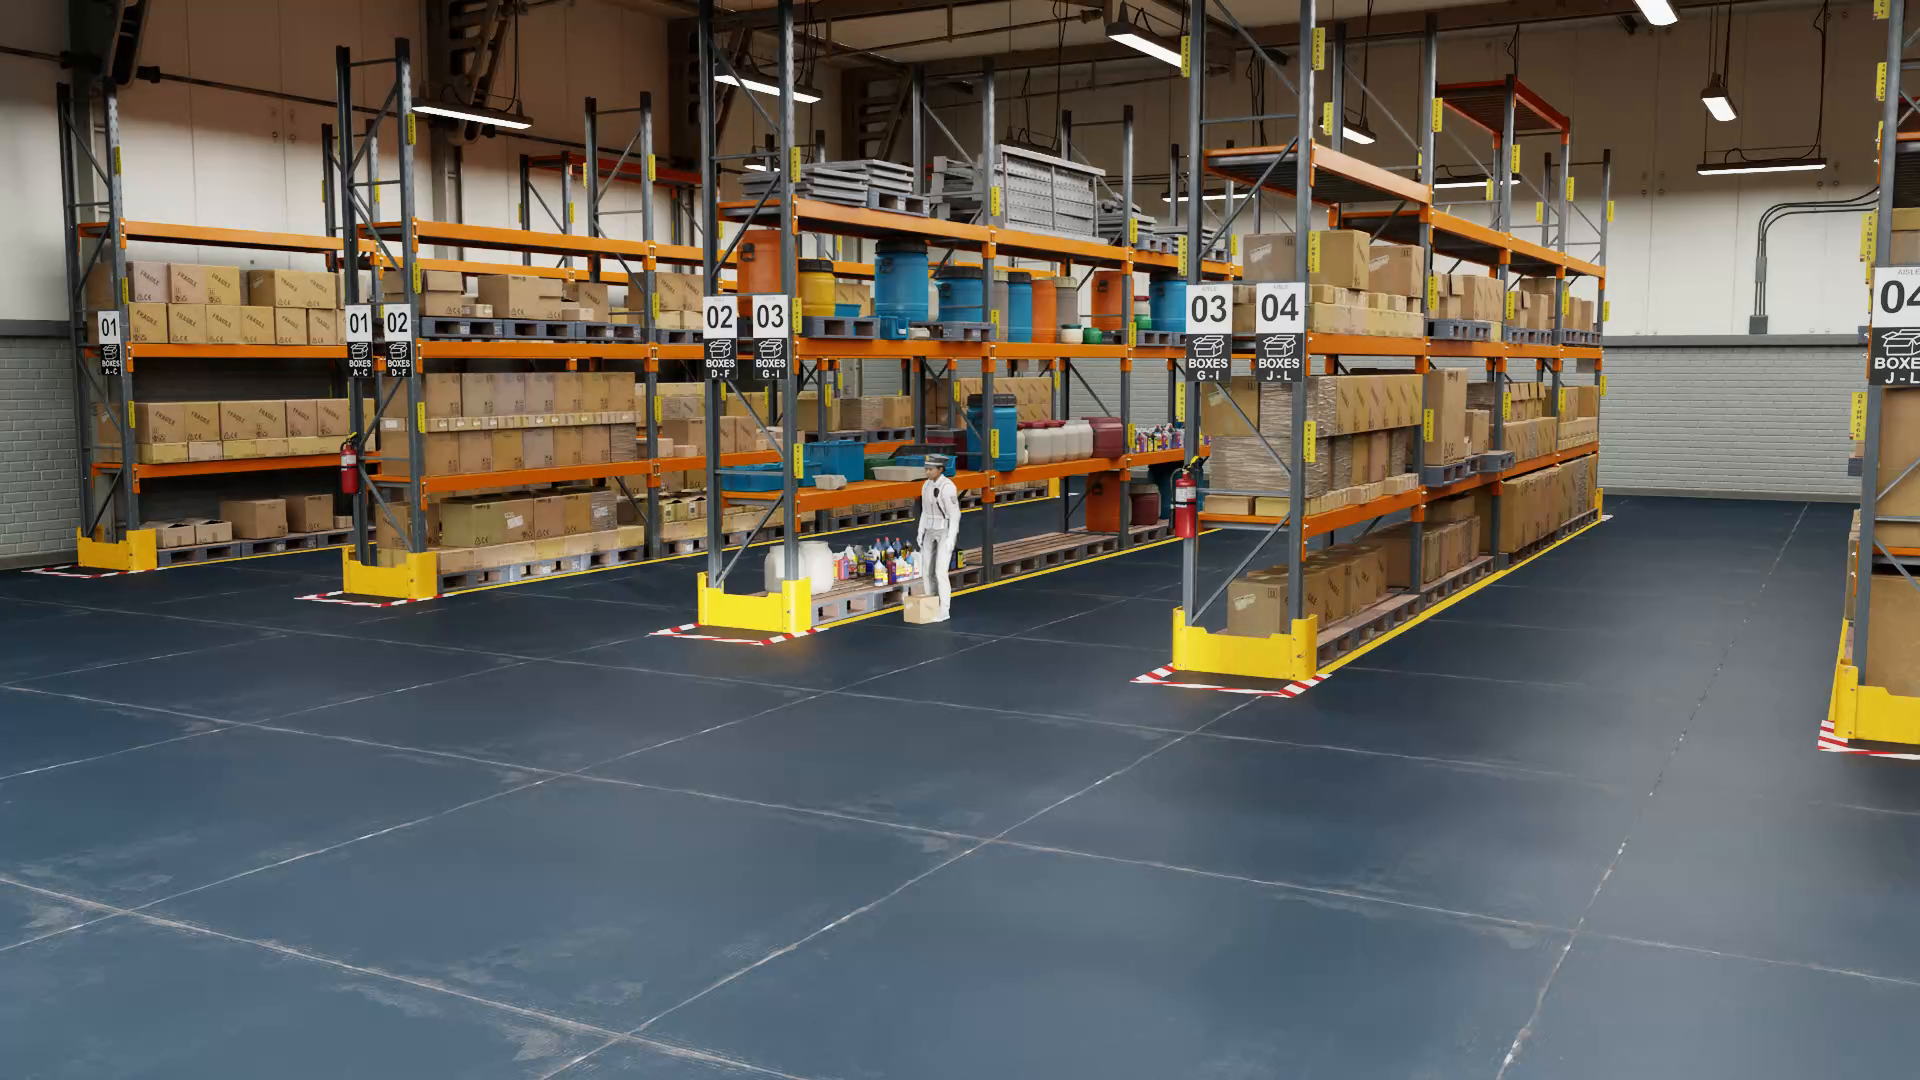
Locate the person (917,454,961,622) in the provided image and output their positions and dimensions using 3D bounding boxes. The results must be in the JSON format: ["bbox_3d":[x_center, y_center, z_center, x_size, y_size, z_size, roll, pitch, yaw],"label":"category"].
[{"bbox_3d":[-0.229,-0.033,16.657,0.403,1.664,0.530,-5,8,-42],"label":"person"}]
